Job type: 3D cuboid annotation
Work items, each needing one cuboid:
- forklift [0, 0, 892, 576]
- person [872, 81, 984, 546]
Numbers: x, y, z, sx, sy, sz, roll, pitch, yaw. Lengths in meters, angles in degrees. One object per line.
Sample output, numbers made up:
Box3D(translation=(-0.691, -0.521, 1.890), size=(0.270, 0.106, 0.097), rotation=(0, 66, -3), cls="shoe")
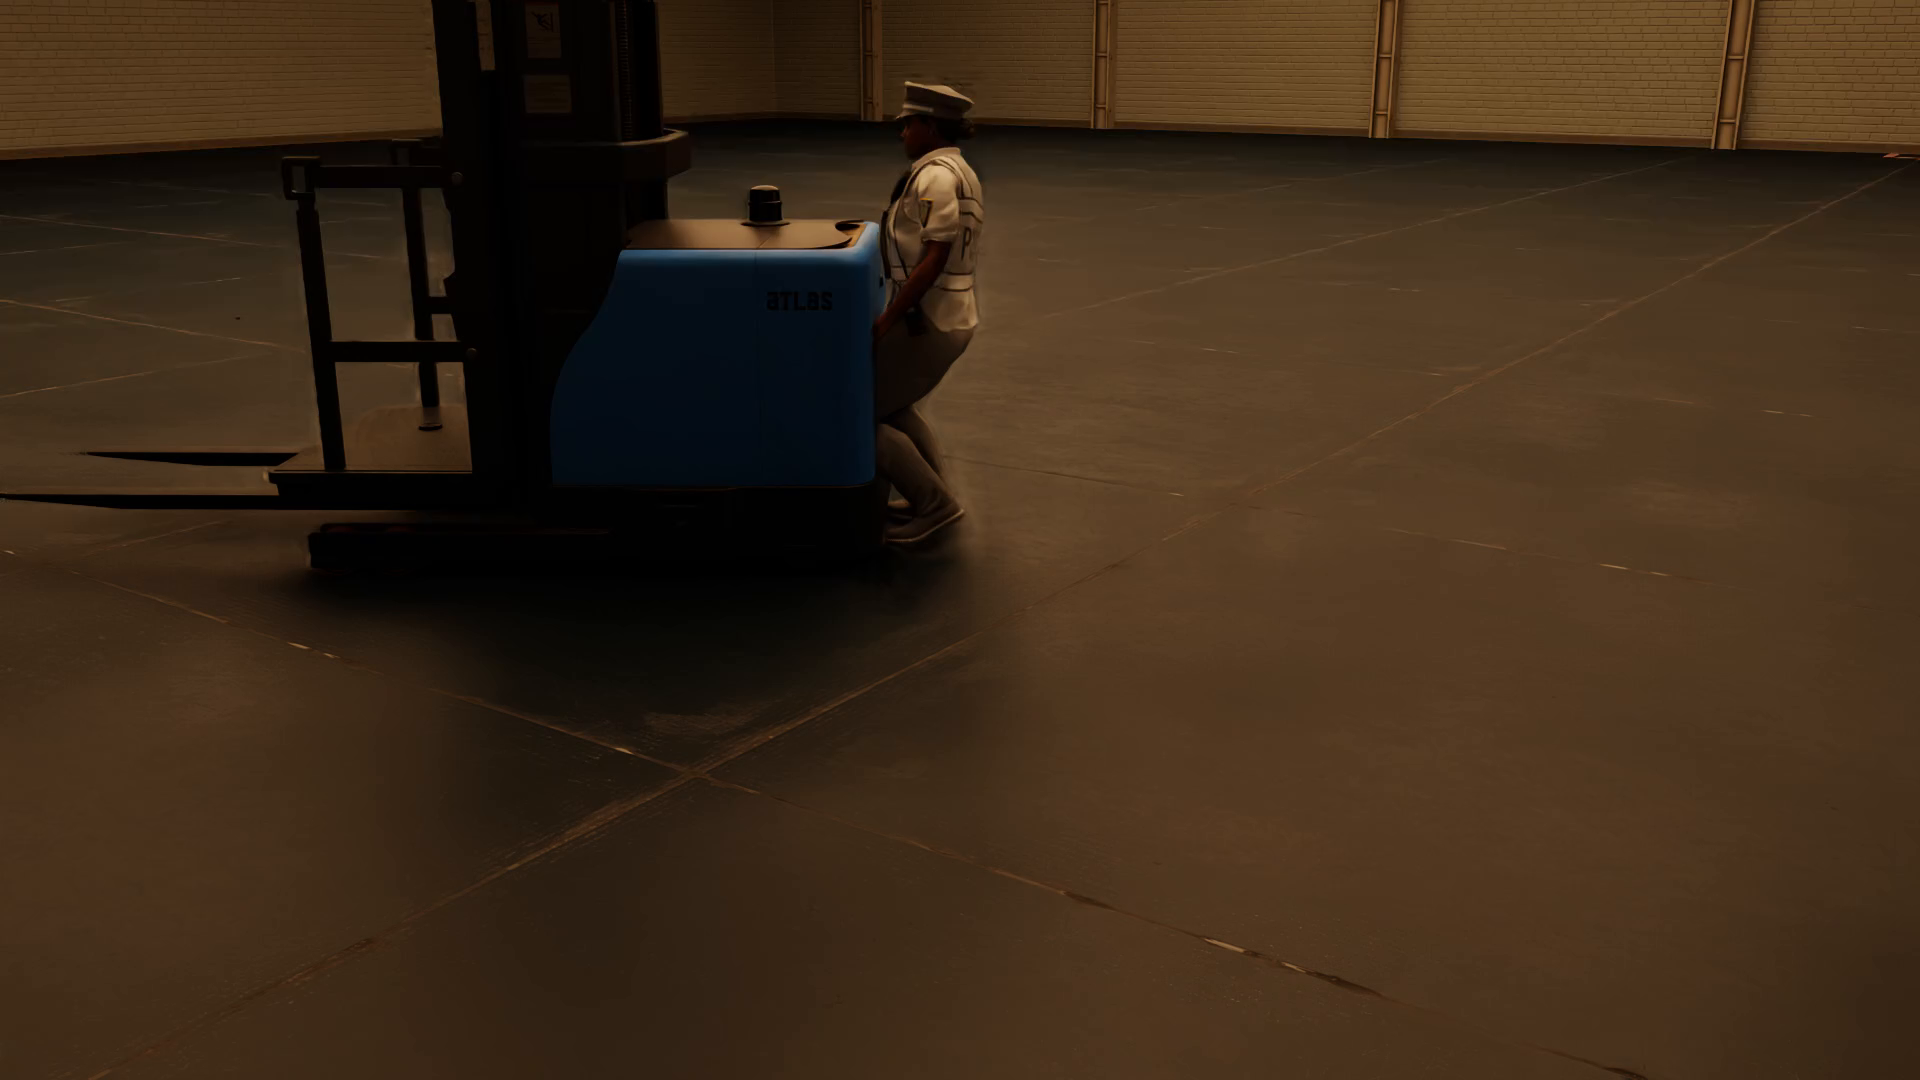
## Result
Box3D(translation=(-1.784, -1.434, 5.628), size=(3.031, 2.935, 1.130), rotation=(0, 17, 1), cls="forklift")
Box3D(translation=(-0.149, -0.766, 5.747), size=(0.460, 1.581, 0.732), rotation=(2, 17, 8), cls="person")
